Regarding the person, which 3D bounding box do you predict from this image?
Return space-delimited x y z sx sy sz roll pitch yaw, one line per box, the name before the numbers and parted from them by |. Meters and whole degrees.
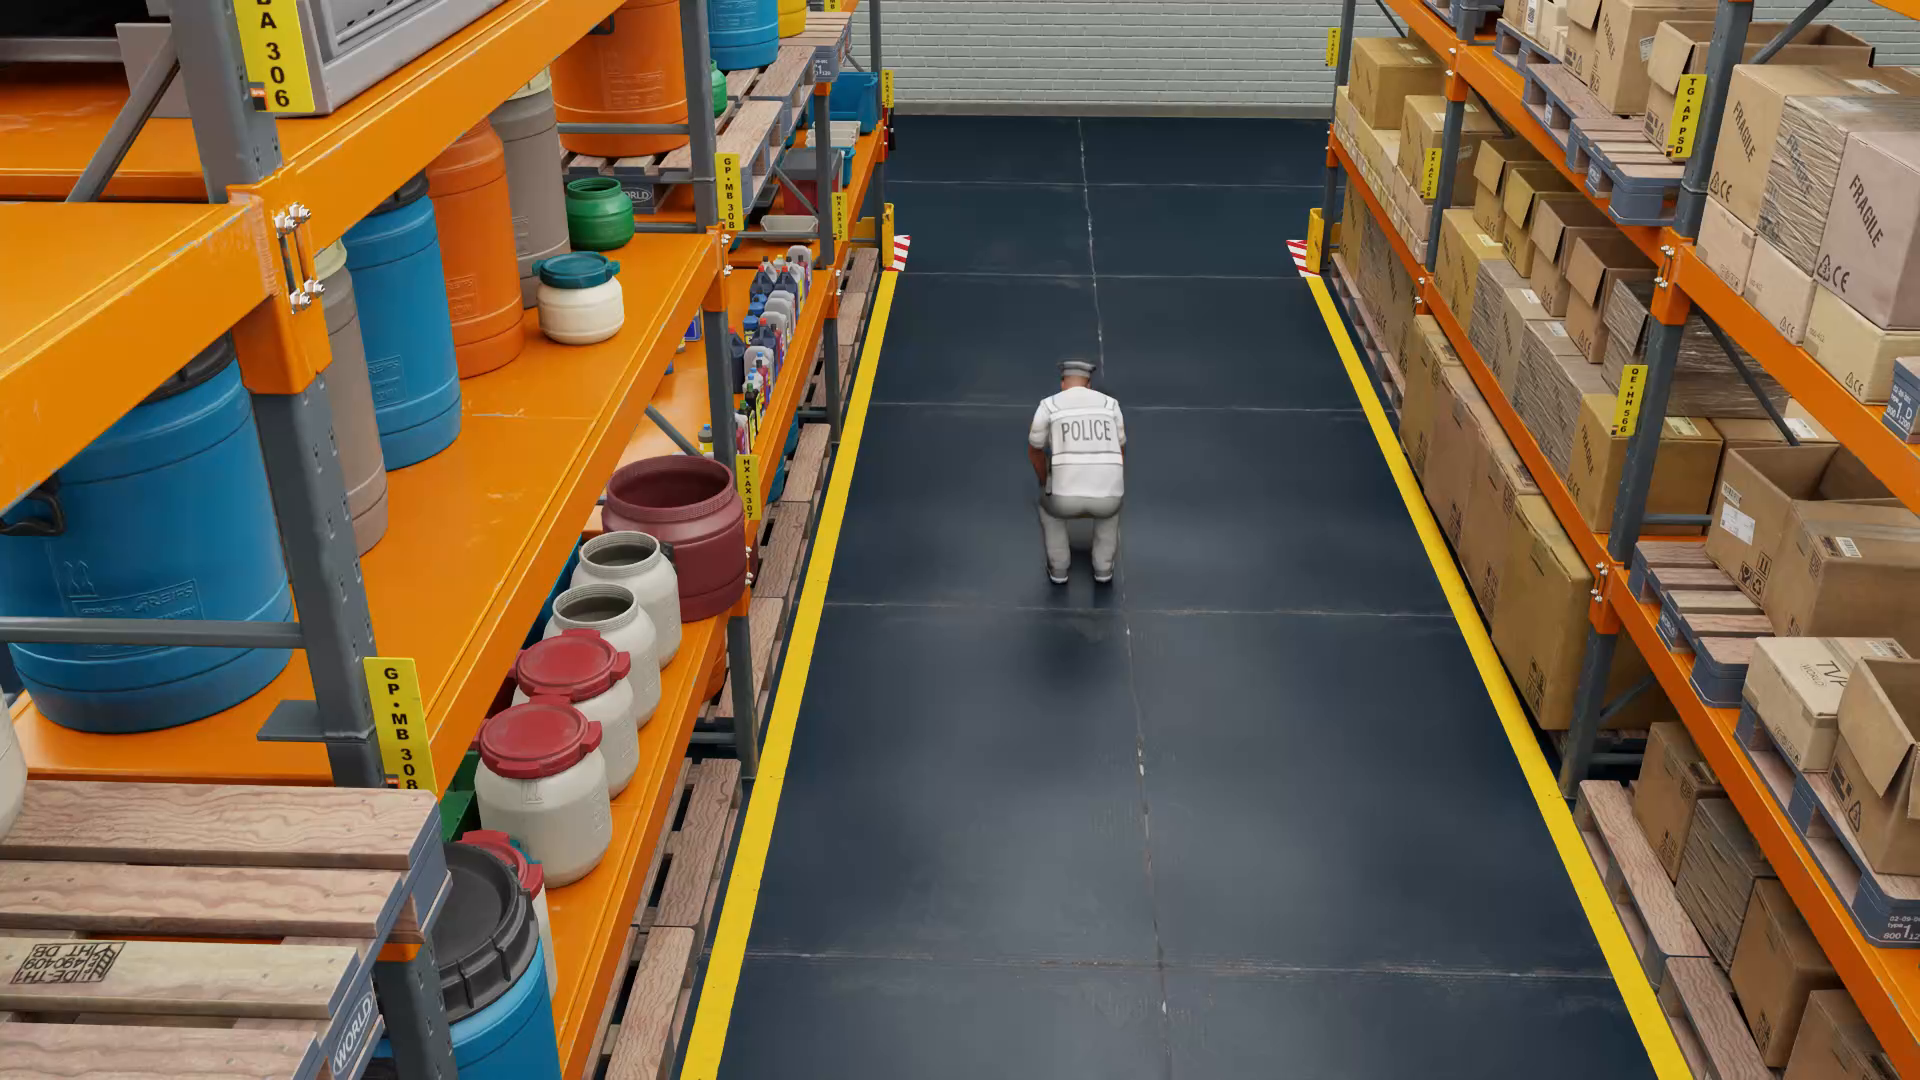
person | 0.696 -0.388 9.902 0.581 1.241 0.882 1 28 2
